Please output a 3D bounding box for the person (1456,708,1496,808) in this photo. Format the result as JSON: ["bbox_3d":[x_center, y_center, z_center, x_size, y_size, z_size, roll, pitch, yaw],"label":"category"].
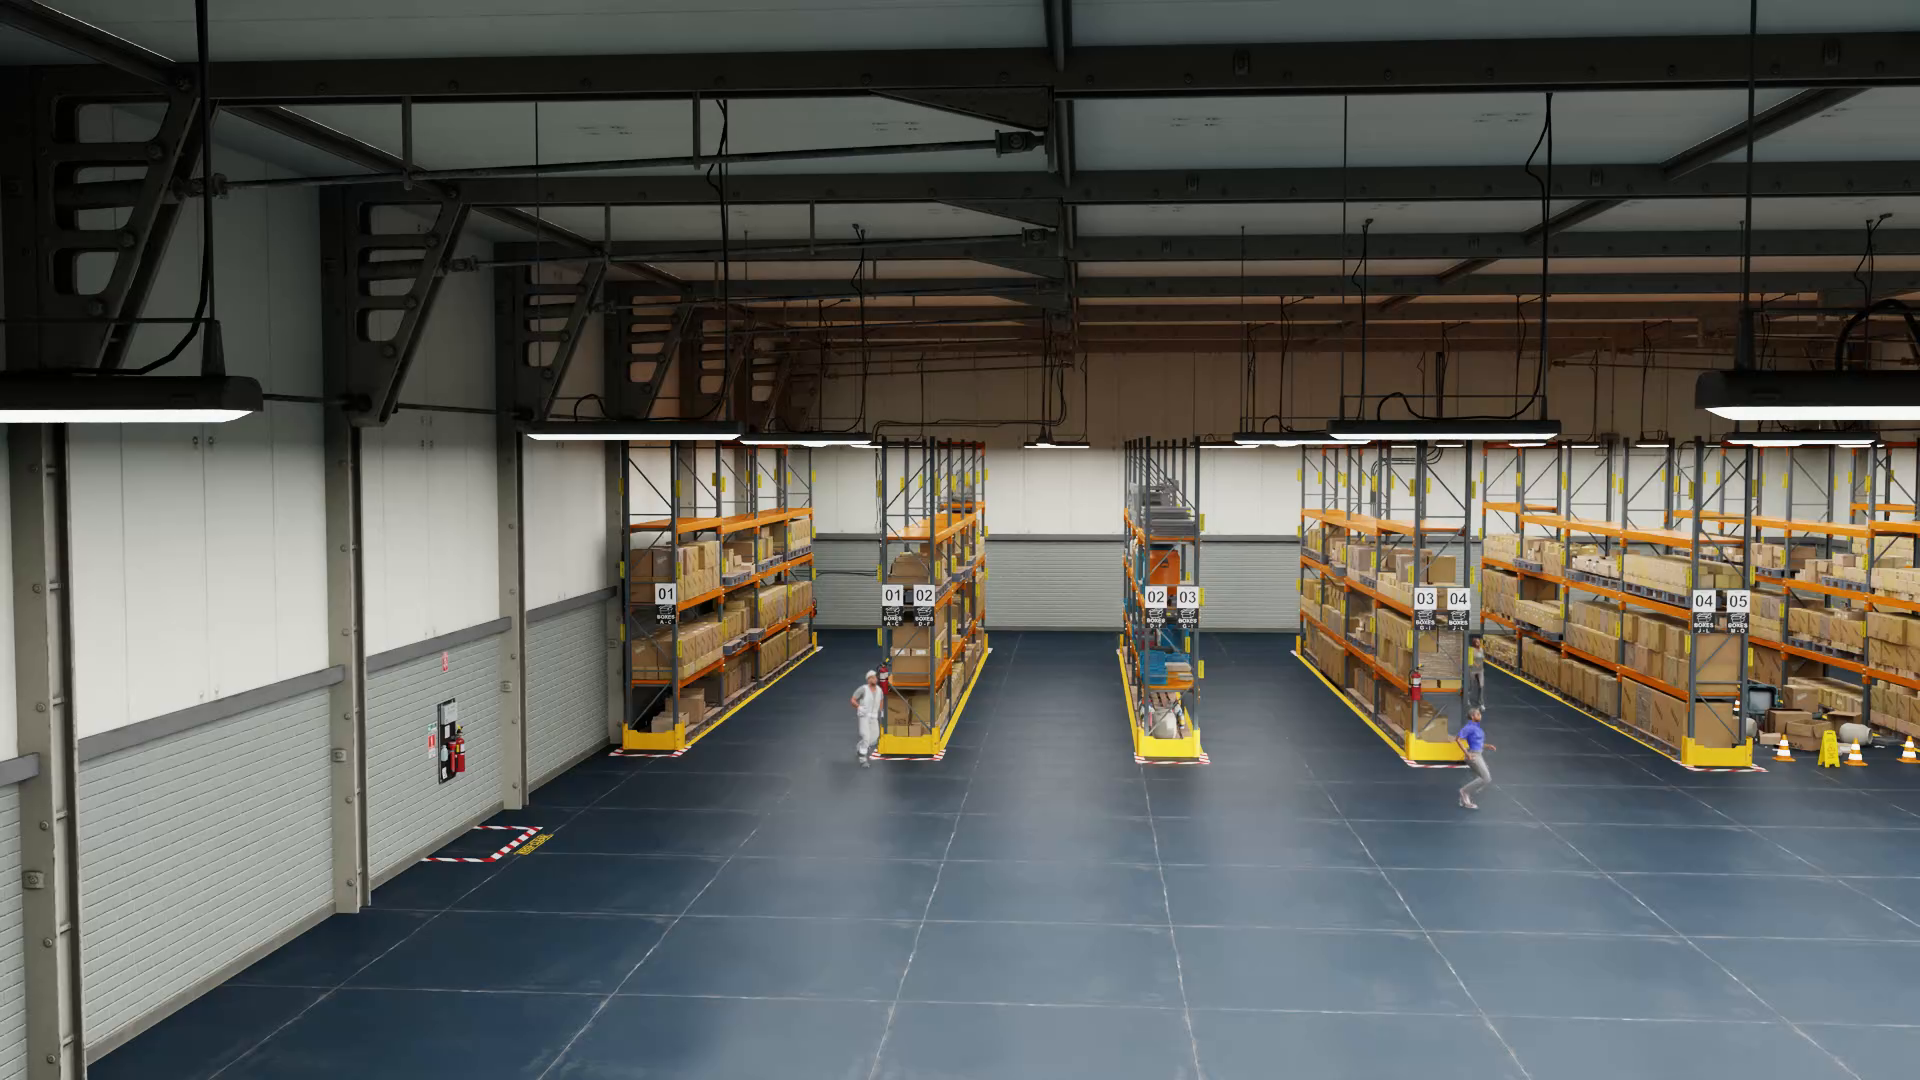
[{"bbox_3d":[8.261,3.492,26.537,0.569,1.603,0.560,2,4,31],"label":"person"}]

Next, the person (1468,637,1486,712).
[{"bbox_3d":[11.395,2.948,36.806,0.539,1.606,0.829,0,3,-7],"label":"person"}]

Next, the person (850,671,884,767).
[{"bbox_3d":[-1.663,3.241,30.366,0.648,1.729,0.655,-2,4,-32],"label":"person"}]

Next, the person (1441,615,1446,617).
[{"bbox_3d":[13.214,2.384,46.719,0.559,1.677,0.754,-2,4,-31],"label":"person"}]
